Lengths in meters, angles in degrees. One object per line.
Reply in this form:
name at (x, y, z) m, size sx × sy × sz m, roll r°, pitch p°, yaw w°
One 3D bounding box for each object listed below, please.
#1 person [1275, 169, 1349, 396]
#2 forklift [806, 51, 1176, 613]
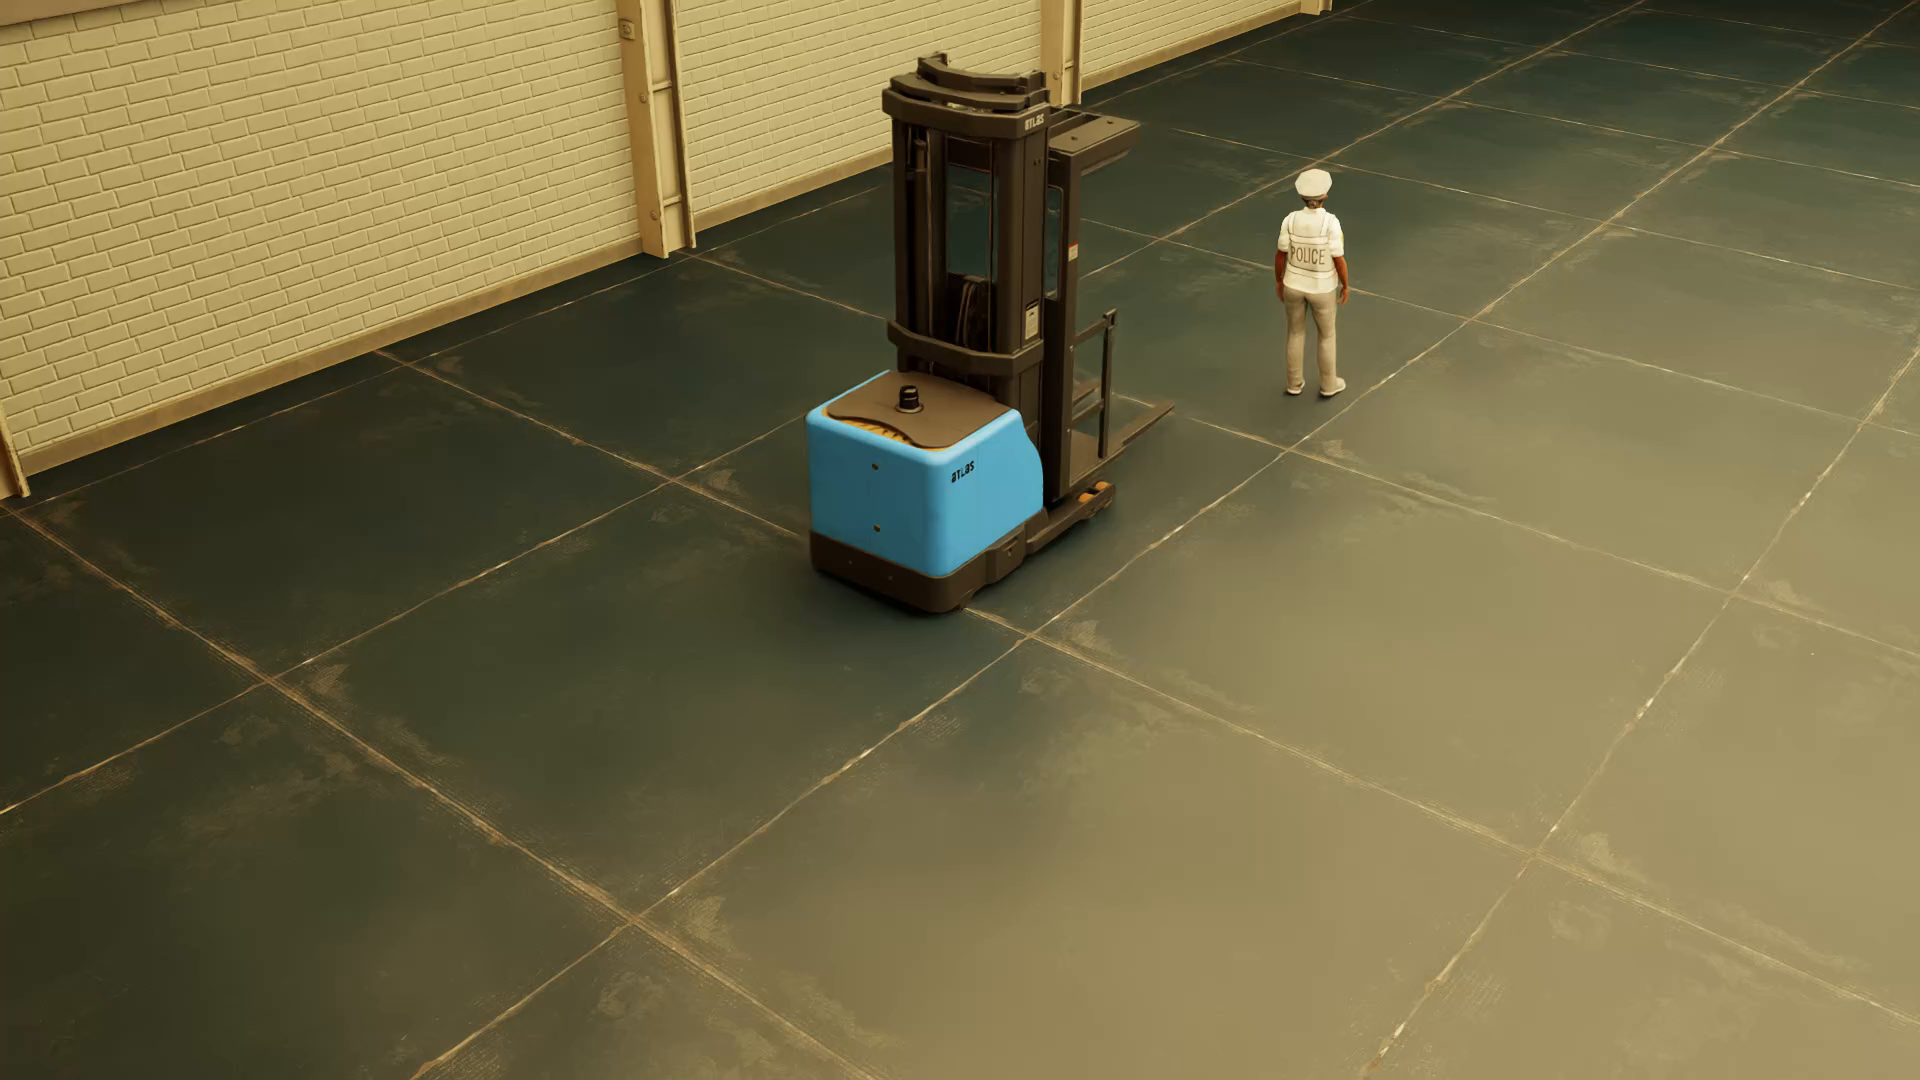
person at (2.547, -1.844, 11.970) m, size 0.554 × 1.702 × 0.512 m, roll 15°, pitch 33°, yaw 24°
forklift at (0.363, -1.531, 10.215) m, size 1.130 × 2.935 × 3.031 m, roll 20°, pitch 36°, yaw 31°
